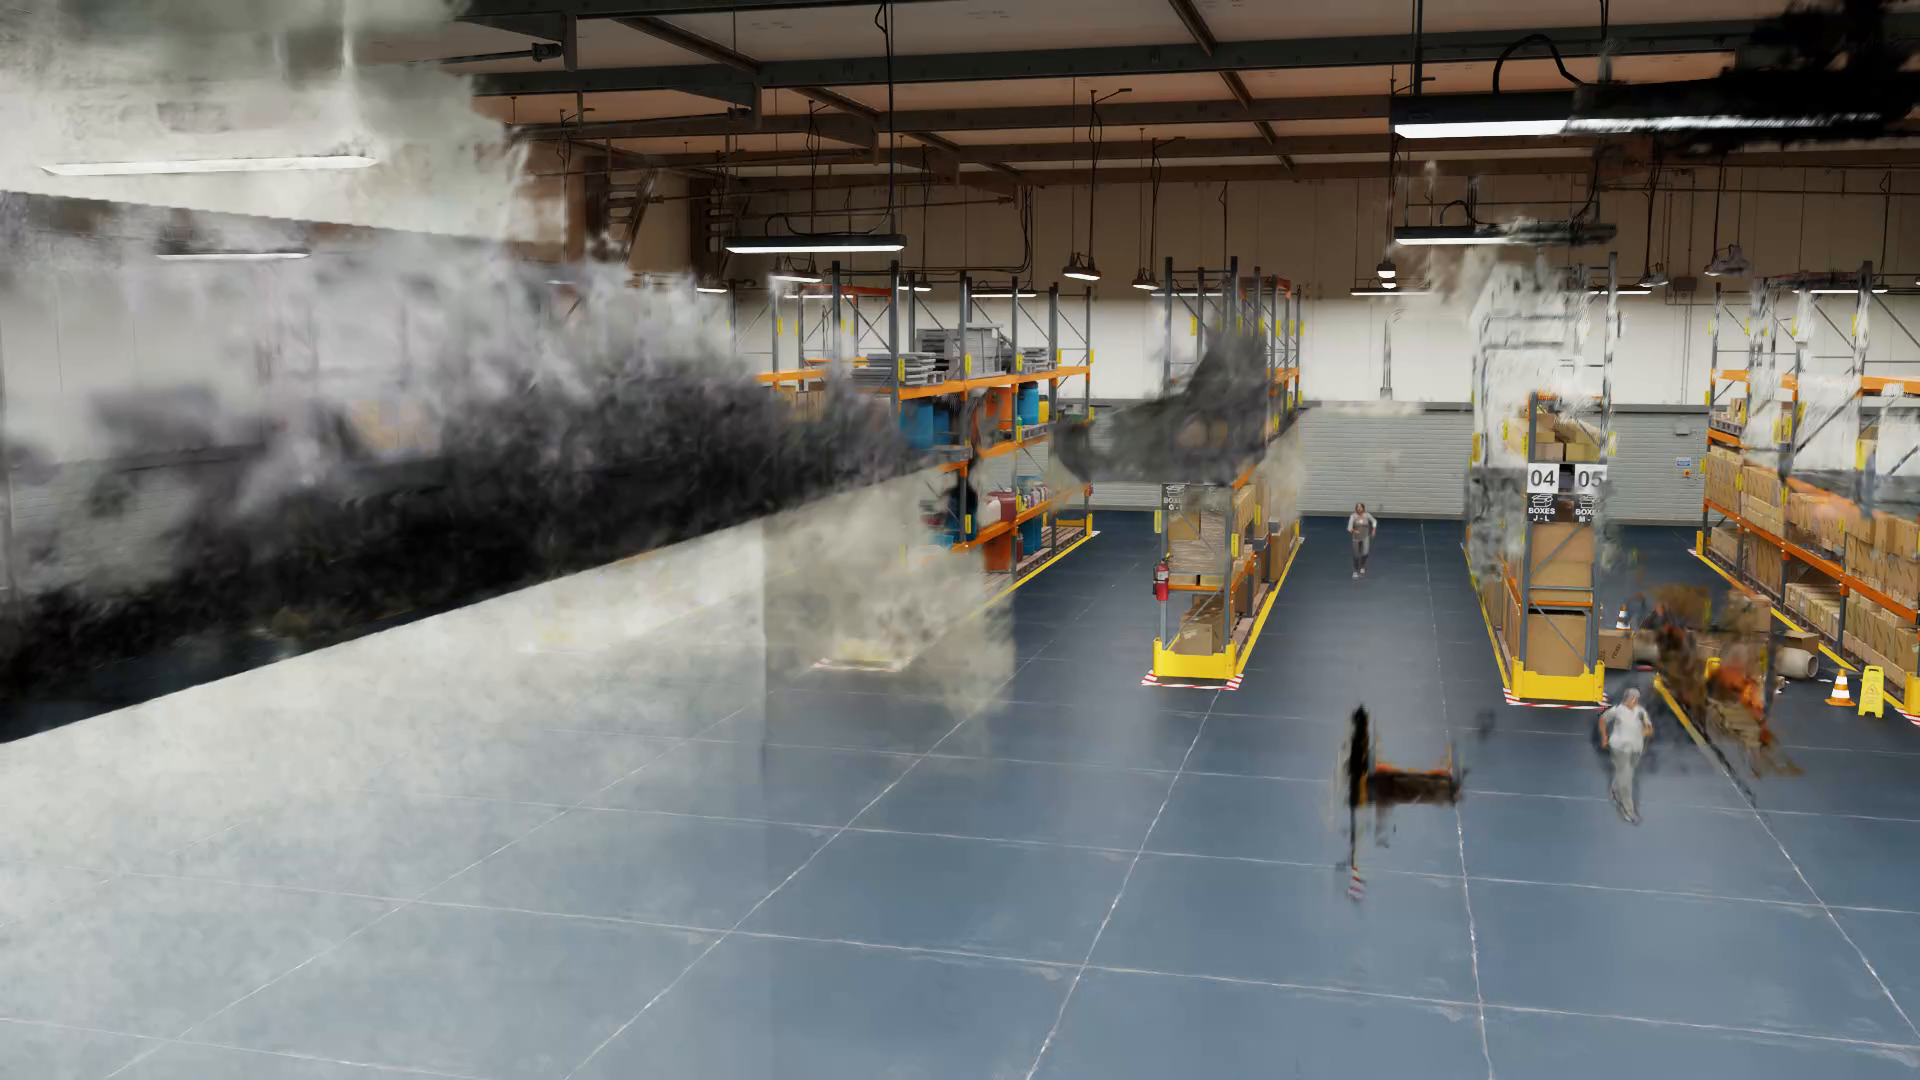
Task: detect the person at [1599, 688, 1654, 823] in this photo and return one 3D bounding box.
[{"bbox_3d":[-7.476,0.315,30.354,0.591,1.689,0.891,-1,7,-6],"label":"person"}]

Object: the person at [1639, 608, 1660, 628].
[{"bbox_3d":[-1.823,-1.267,42.753,0.840,1.738,0.671,4,8,28],"label":"person"}]
